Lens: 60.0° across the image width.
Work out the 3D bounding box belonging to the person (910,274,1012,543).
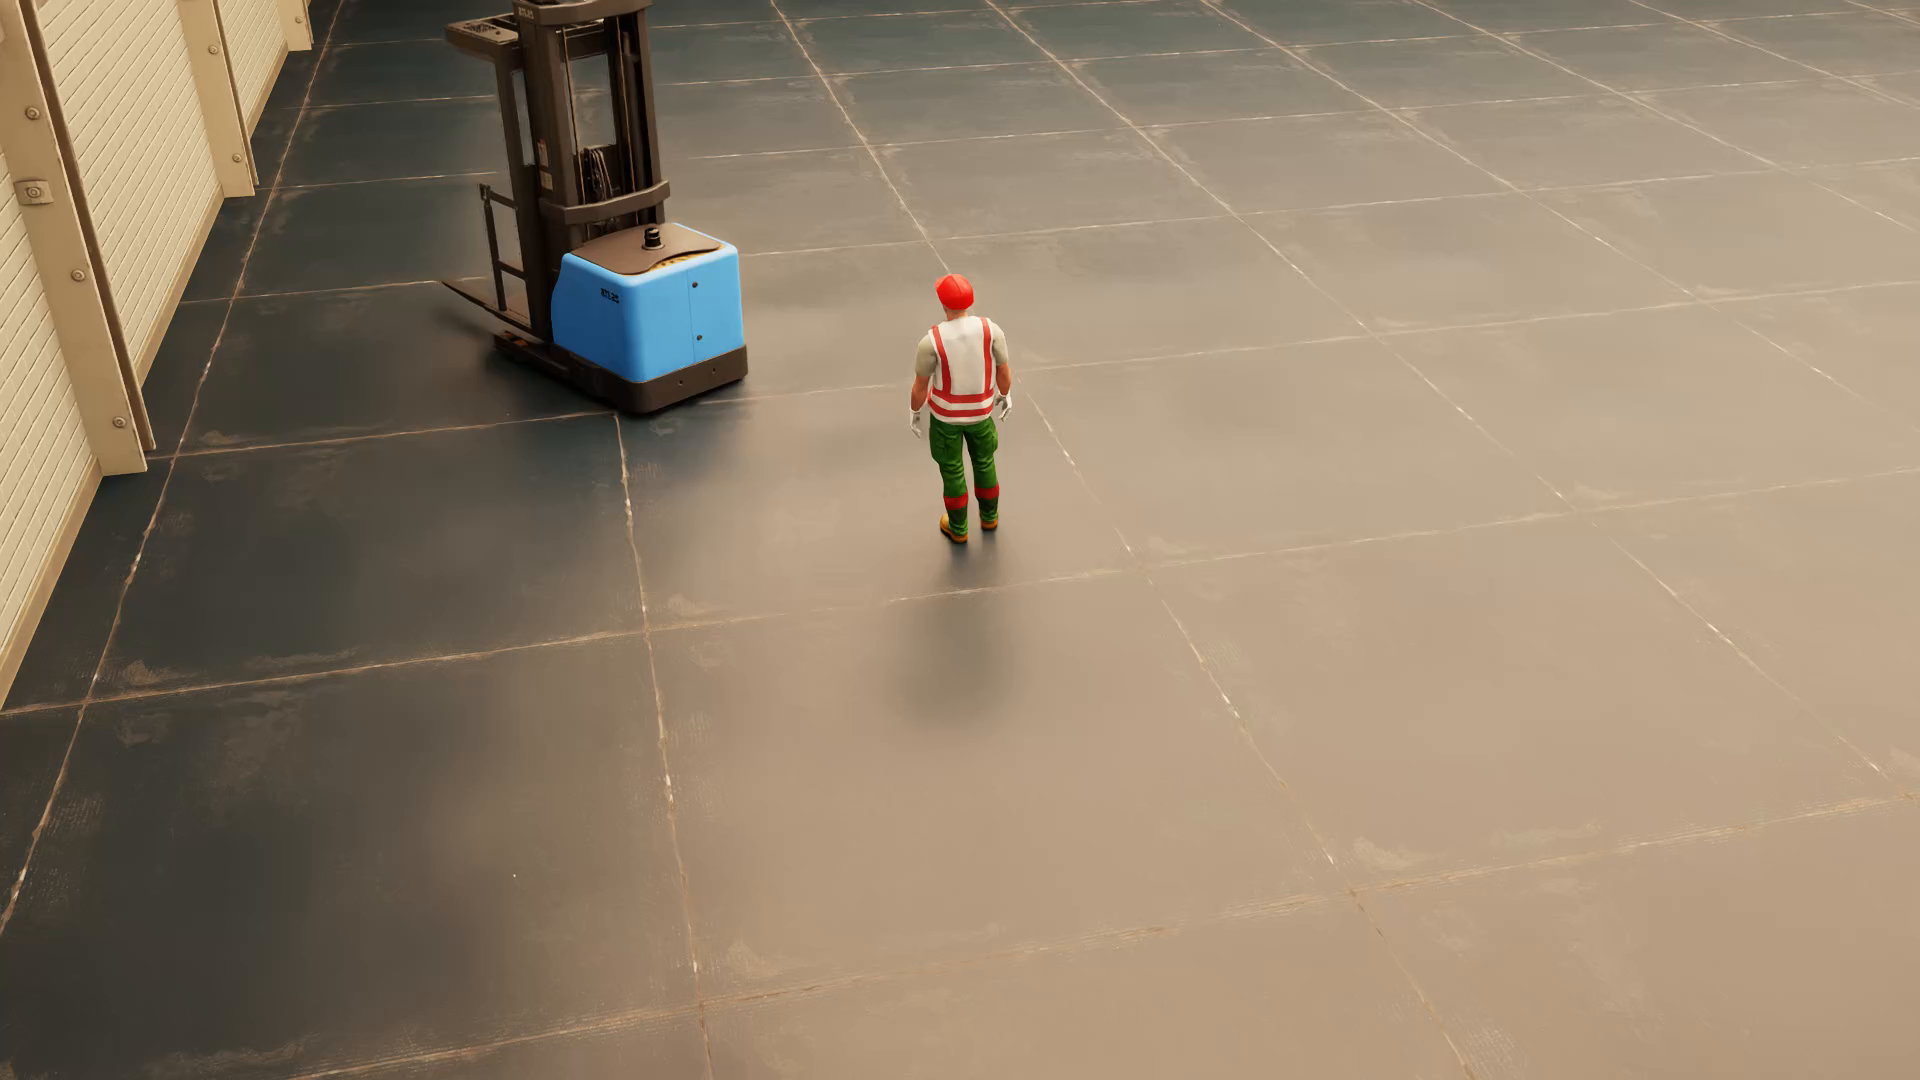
[{"bbox_3d":[-0.006,-0.821,10.118,0.637,1.787,0.564,-7,31,-12],"label":"person"}]

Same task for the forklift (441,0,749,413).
[{"bbox_3d":[-2.994,-2.814,12.436,3.031,2.935,1.130,26,39,38],"label":"forklift"}]
